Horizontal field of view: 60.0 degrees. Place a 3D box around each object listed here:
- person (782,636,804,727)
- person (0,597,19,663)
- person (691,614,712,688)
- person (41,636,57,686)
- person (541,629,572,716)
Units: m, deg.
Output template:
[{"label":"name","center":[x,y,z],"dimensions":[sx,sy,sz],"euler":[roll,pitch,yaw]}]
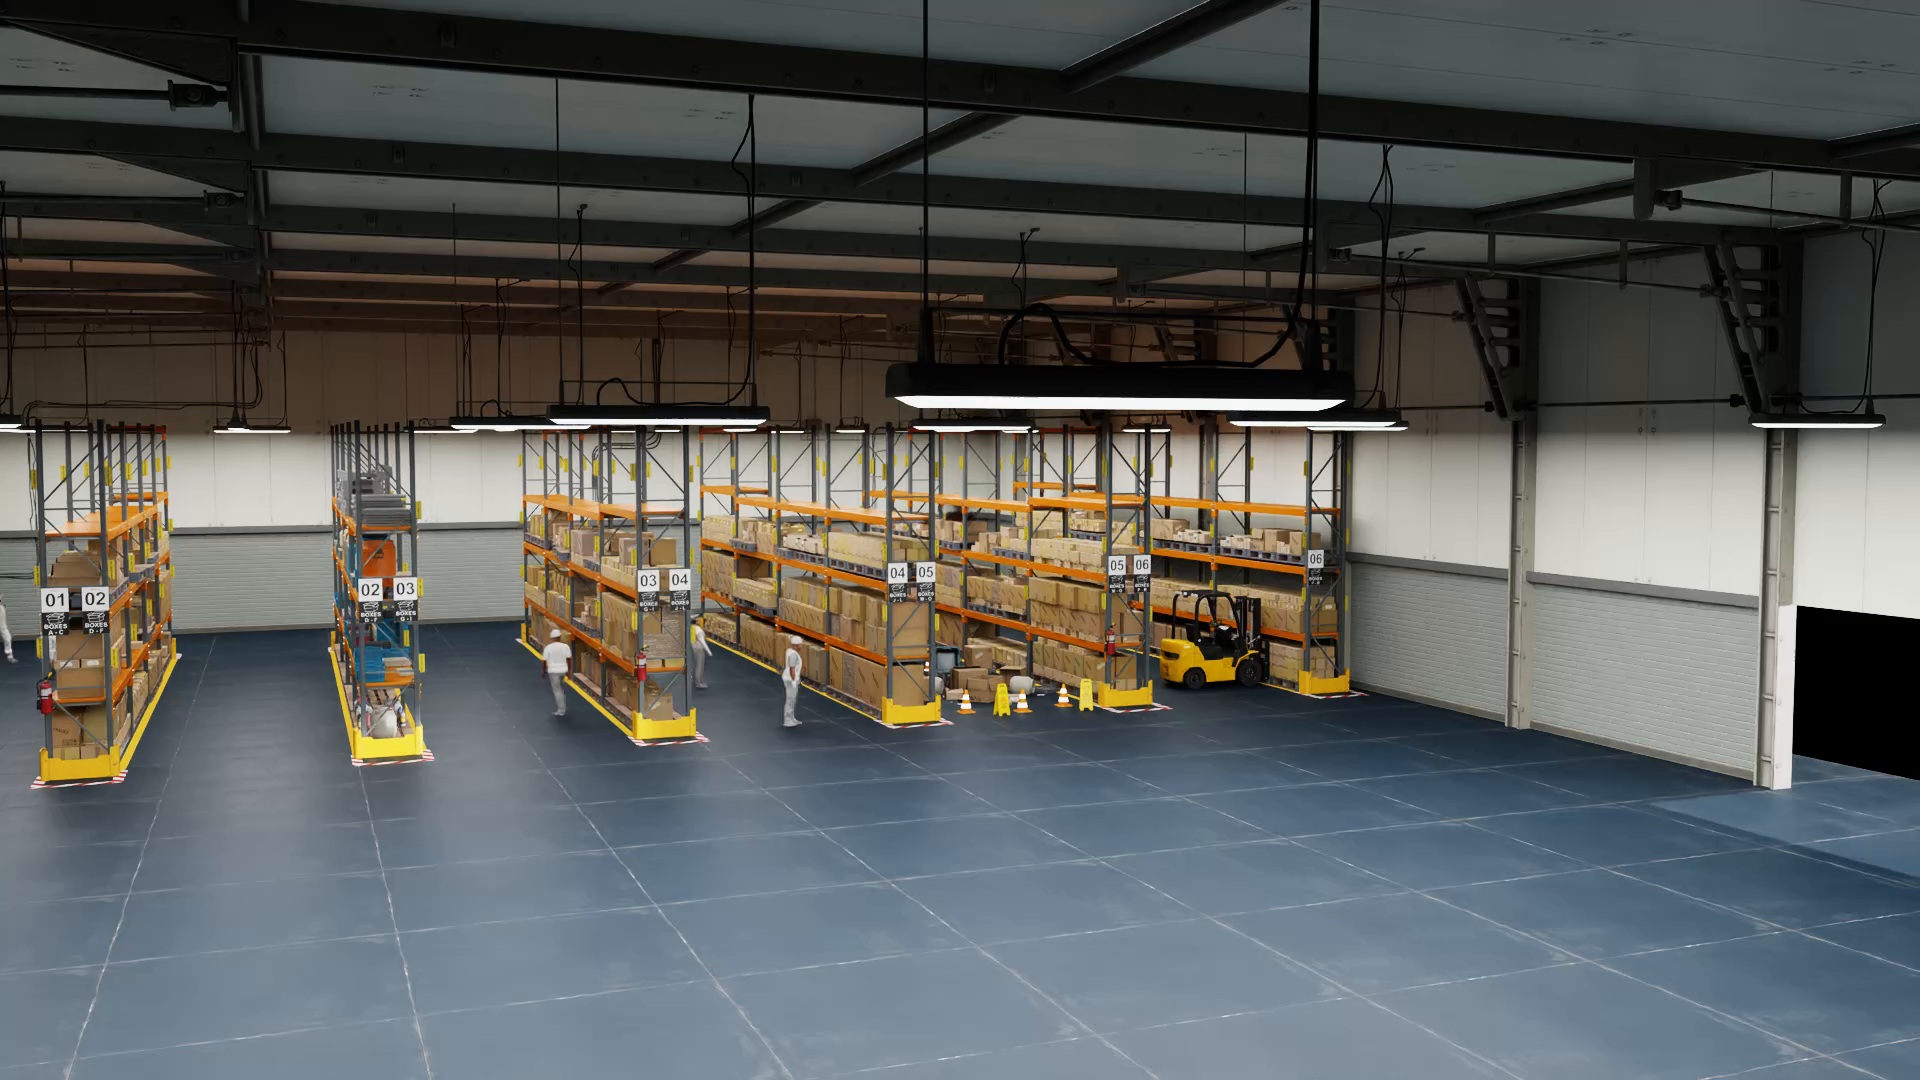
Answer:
[{"label":"person","center":[-3.292,2.782,32.856],"dimensions":[0.449,1.790,0.584],"euler":[0,4,-7]},{"label":"person","center":[-24.109,2.232,41.713],"dimensions":[1.058,1.729,0.548],"euler":[3,4,37]},{"label":"person","center":[-5.902,2.534,37.856],"dimensions":[0.540,1.713,0.561],"euler":[0,4,-3]},{"label":"person","center":[-19.646,2.594,36.085],"dimensions":[0.622,1.761,0.547],"euler":[1,4,19]},{"label":"person","center":[-8.272,2.730,33.994],"dimensions":[0.552,1.818,0.549],"euler":[2,4,33]}]
